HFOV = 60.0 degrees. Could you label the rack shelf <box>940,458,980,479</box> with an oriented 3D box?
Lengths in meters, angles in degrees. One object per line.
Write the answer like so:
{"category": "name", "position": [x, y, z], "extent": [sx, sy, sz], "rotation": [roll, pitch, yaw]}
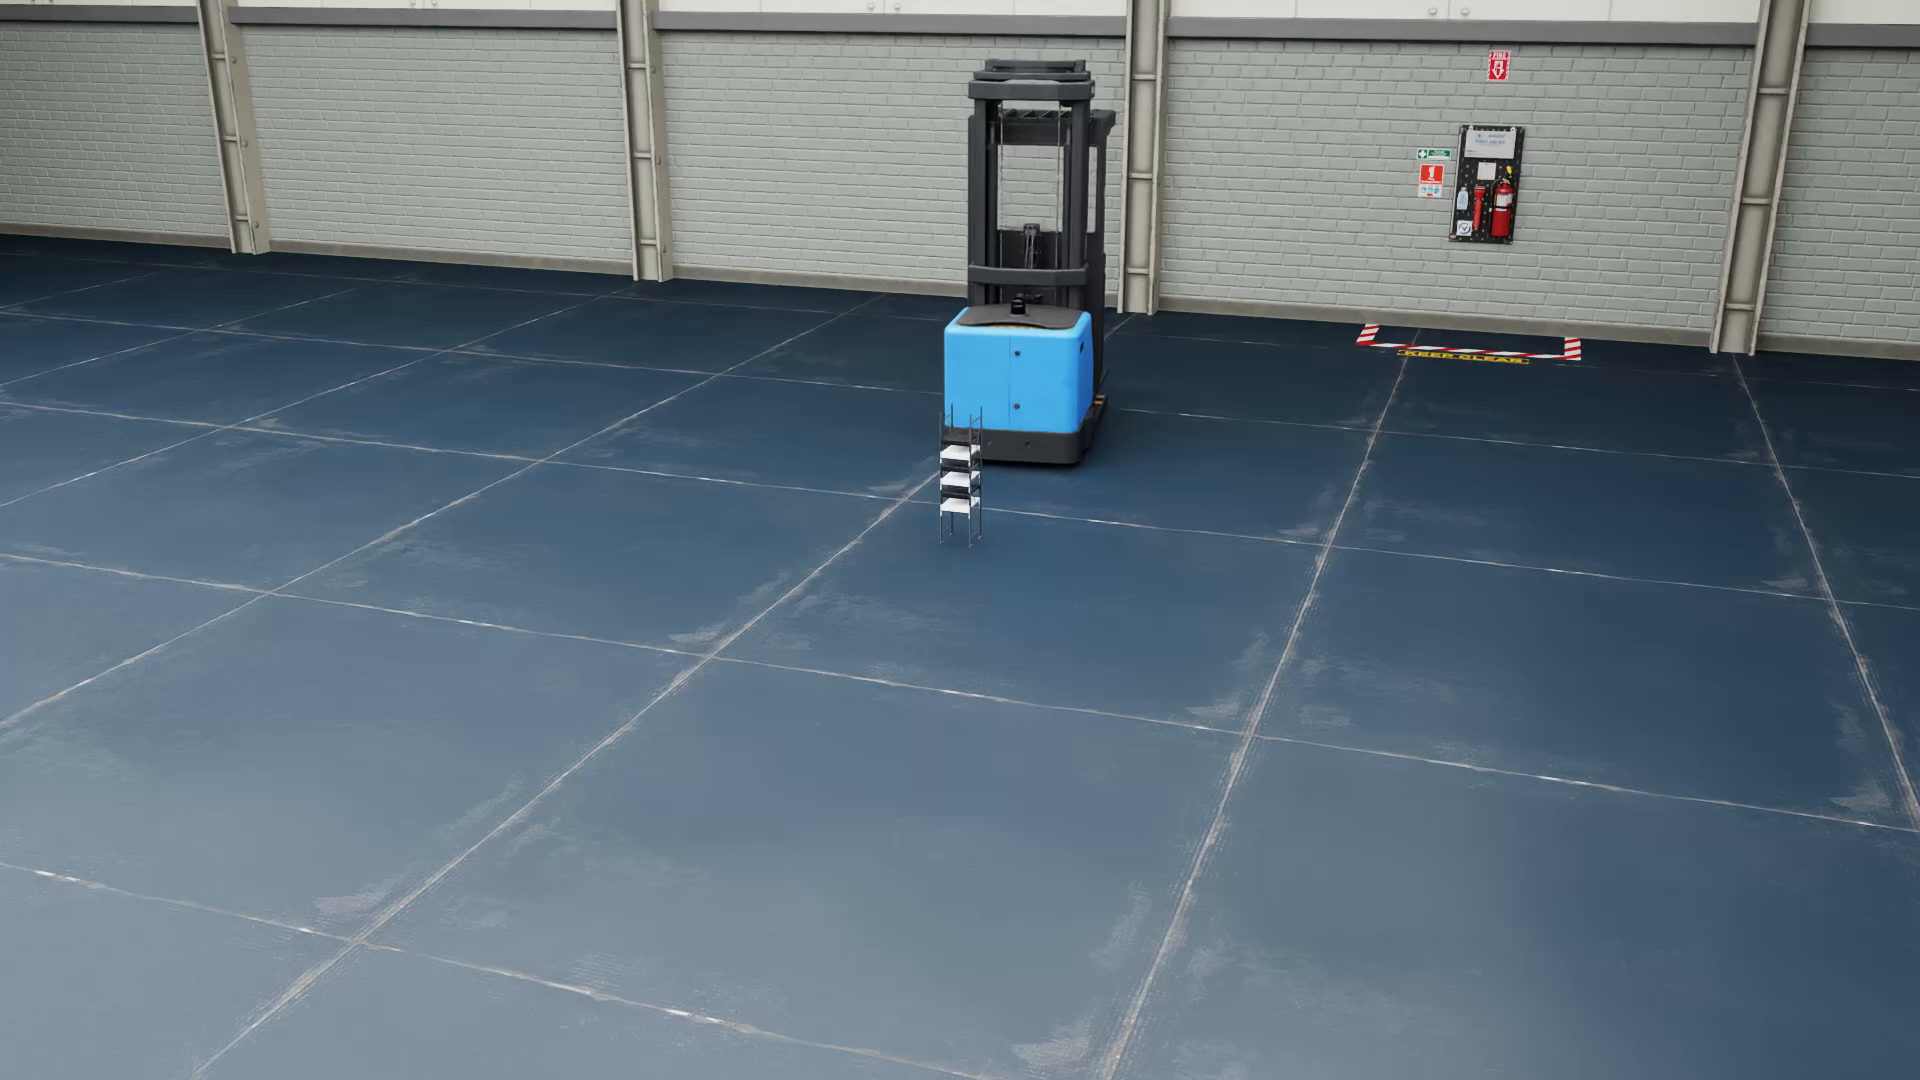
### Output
{"category": "rack shelf", "position": [0.008, -0.478, 10.907], "extent": [0.200, 0.077, 0.258], "rotation": [7, 20, 18]}

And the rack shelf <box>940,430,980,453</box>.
{"category": "rack shelf", "position": [0.008, -0.648, 10.848], "extent": [0.200, 0.077, 0.258], "rotation": [7, 20, 18]}

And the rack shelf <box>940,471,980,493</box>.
{"category": "rack shelf", "position": [0.008, -0.393, 10.937], "extent": [0.200, 0.077, 0.258], "rotation": [7, 20, 18]}

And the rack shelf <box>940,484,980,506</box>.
{"category": "rack shelf", "position": [0.008, -0.308, 10.966], "extent": [0.200, 0.077, 0.258], "rotation": [7, 20, 18]}

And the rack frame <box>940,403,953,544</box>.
{"category": "rack frame", "position": [-0.088, -0.435, 10.957], "extent": [0.006, 0.900, 0.240], "rotation": [7, 20, 18]}

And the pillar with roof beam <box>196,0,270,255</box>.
{"category": "pillar with roof beam", "position": [-10.788, -6.726, 16.700], "extent": [0.400, 9.000, 9.100], "rotation": [7, 20, 18]}

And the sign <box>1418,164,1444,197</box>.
{"category": "sign", "position": [4.817, -3.675, 17.007], "extent": [0.234, 0.329, 0.001], "rotation": [7, 20, 18]}

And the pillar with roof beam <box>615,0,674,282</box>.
{"category": "pillar with roof beam", "position": [-5.121, -6.078, 14.840], "extent": [0.400, 9.000, 9.100], "rotation": [7, 20, 18]}

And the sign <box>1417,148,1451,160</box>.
{"category": "sign", "position": [4.819, -3.922, 16.910], "extent": [0.331, 0.109, 0.001], "rotation": [7, 20, 18]}

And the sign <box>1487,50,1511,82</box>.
{"category": "sign", "position": [5.331, -4.692, 16.459], "extent": [0.199, 0.298, 0.001], "rotation": [7, 20, 18]}

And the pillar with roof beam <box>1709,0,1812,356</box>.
{"category": "pillar with roof beam", "position": [6.215, -4.781, 11.122], "extent": [0.400, 9.000, 9.100], "rotation": [7, 20, 18]}

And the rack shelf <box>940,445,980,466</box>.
{"category": "rack shelf", "position": [0.008, -0.563, 10.877], "extent": [0.200, 0.077, 0.258], "rotation": [7, 20, 18]}

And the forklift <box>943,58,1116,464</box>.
{"category": "forklift", "position": [0.650, -2.403, 13.518], "extent": [1.130, 2.935, 3.031], "rotation": [4, 20, 10]}

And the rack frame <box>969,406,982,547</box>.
{"category": "rack frame", "position": [0.104, -0.413, 10.894], "extent": [0.006, 0.900, 0.240], "rotation": [7, 20, 18]}

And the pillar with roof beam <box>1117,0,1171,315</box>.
{"category": "pillar with roof beam", "position": [0.547, -5.430, 12.981], "extent": [0.400, 9.000, 9.100], "rotation": [7, 20, 18]}

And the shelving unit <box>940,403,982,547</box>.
{"category": "shelving unit", "position": [0.008, -0.424, 10.926], "extent": [0.210, 0.900, 0.258], "rotation": [7, 20, 18]}

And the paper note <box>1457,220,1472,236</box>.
{"category": "paper note", "position": [5.161, -3.191, 17.010], "extent": [0.142, 0.148, 0.016], "rotation": [7, 20, 18]}

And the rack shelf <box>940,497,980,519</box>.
{"category": "rack shelf", "position": [0.008, -0.223, 10.996], "extent": [0.200, 0.077, 0.258], "rotation": [7, 20, 18]}

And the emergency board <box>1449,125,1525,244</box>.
{"category": "emergency board", "position": [5.306, -3.566, 16.749], "extent": [0.643, 1.169, 0.194], "rotation": [7, 20, 18]}
